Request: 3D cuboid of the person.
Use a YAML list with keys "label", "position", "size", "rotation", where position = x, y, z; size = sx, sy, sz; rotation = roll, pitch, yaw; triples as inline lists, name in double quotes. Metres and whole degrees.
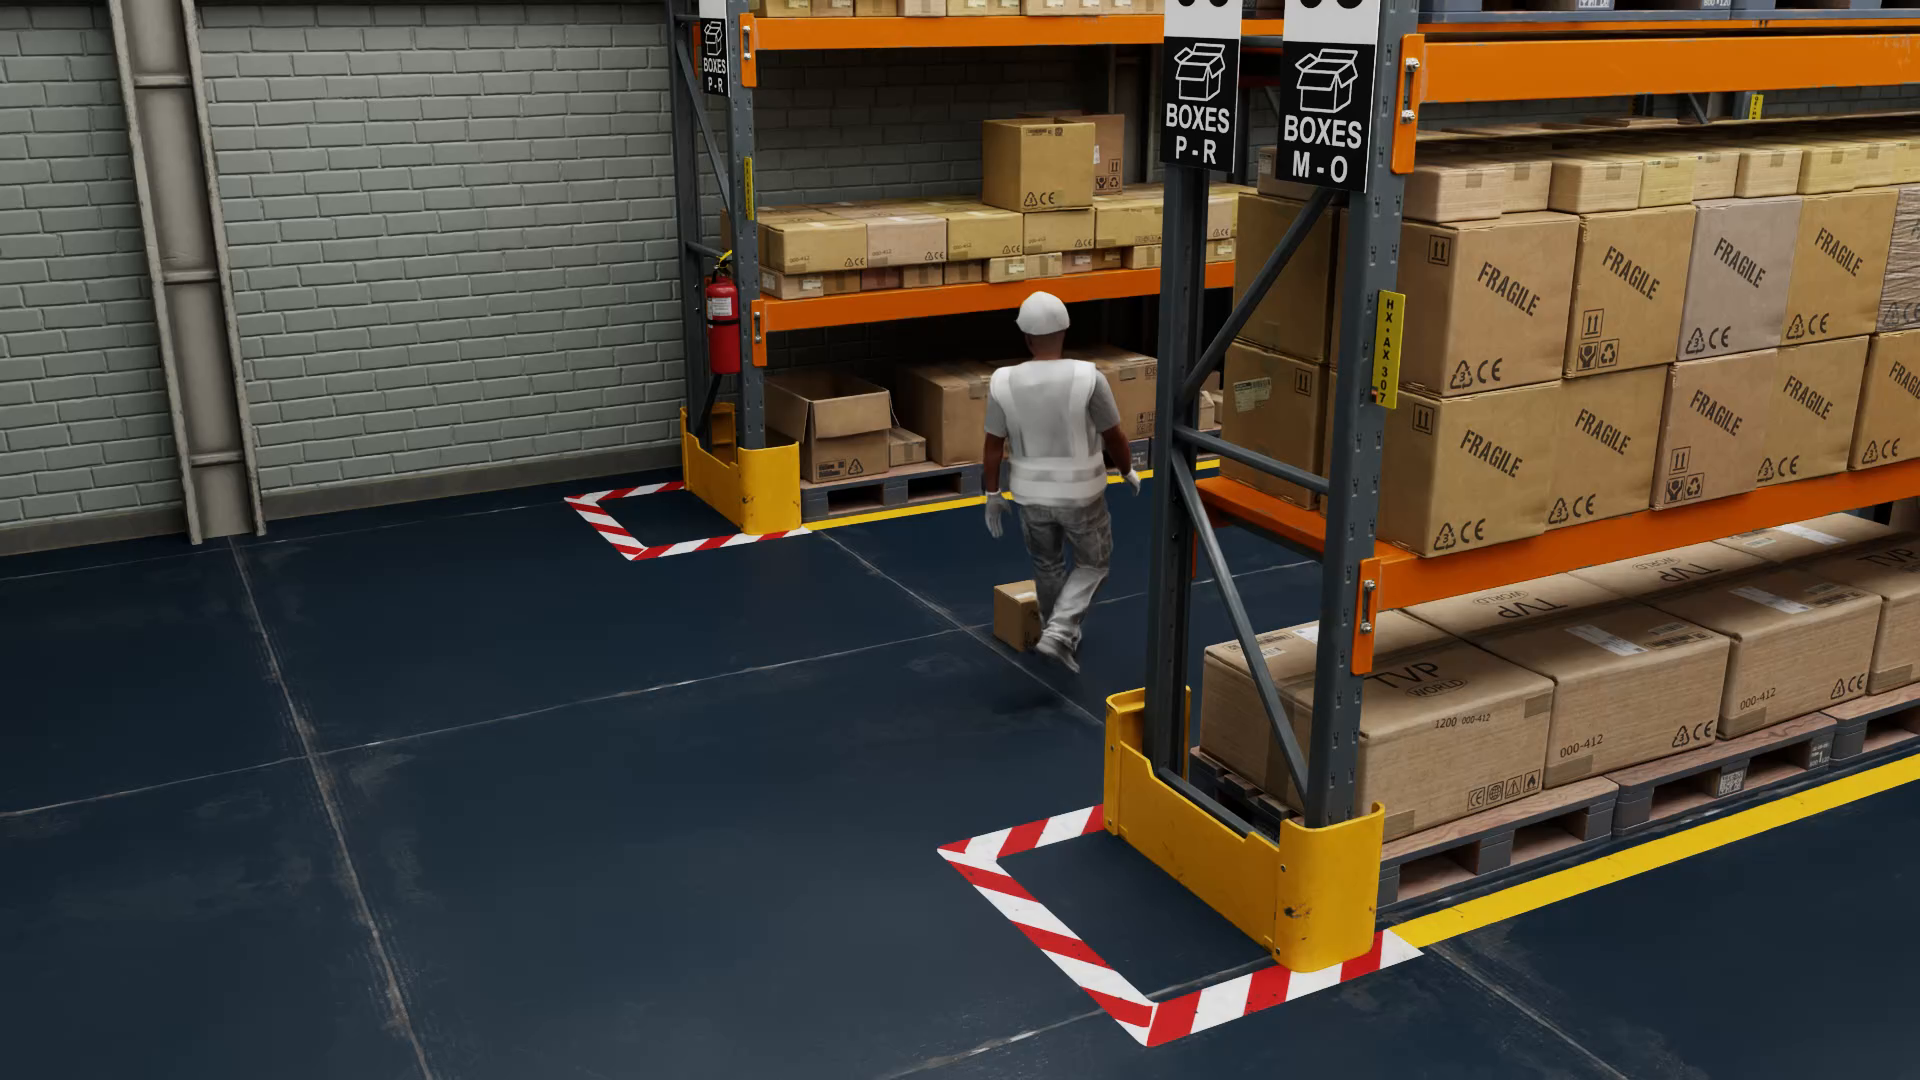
- label: "person"
  position: [0.454, -0.239, 7.294]
  size: [0.643, 1.748, 0.864]
  rotation: [5, 19, 15]
